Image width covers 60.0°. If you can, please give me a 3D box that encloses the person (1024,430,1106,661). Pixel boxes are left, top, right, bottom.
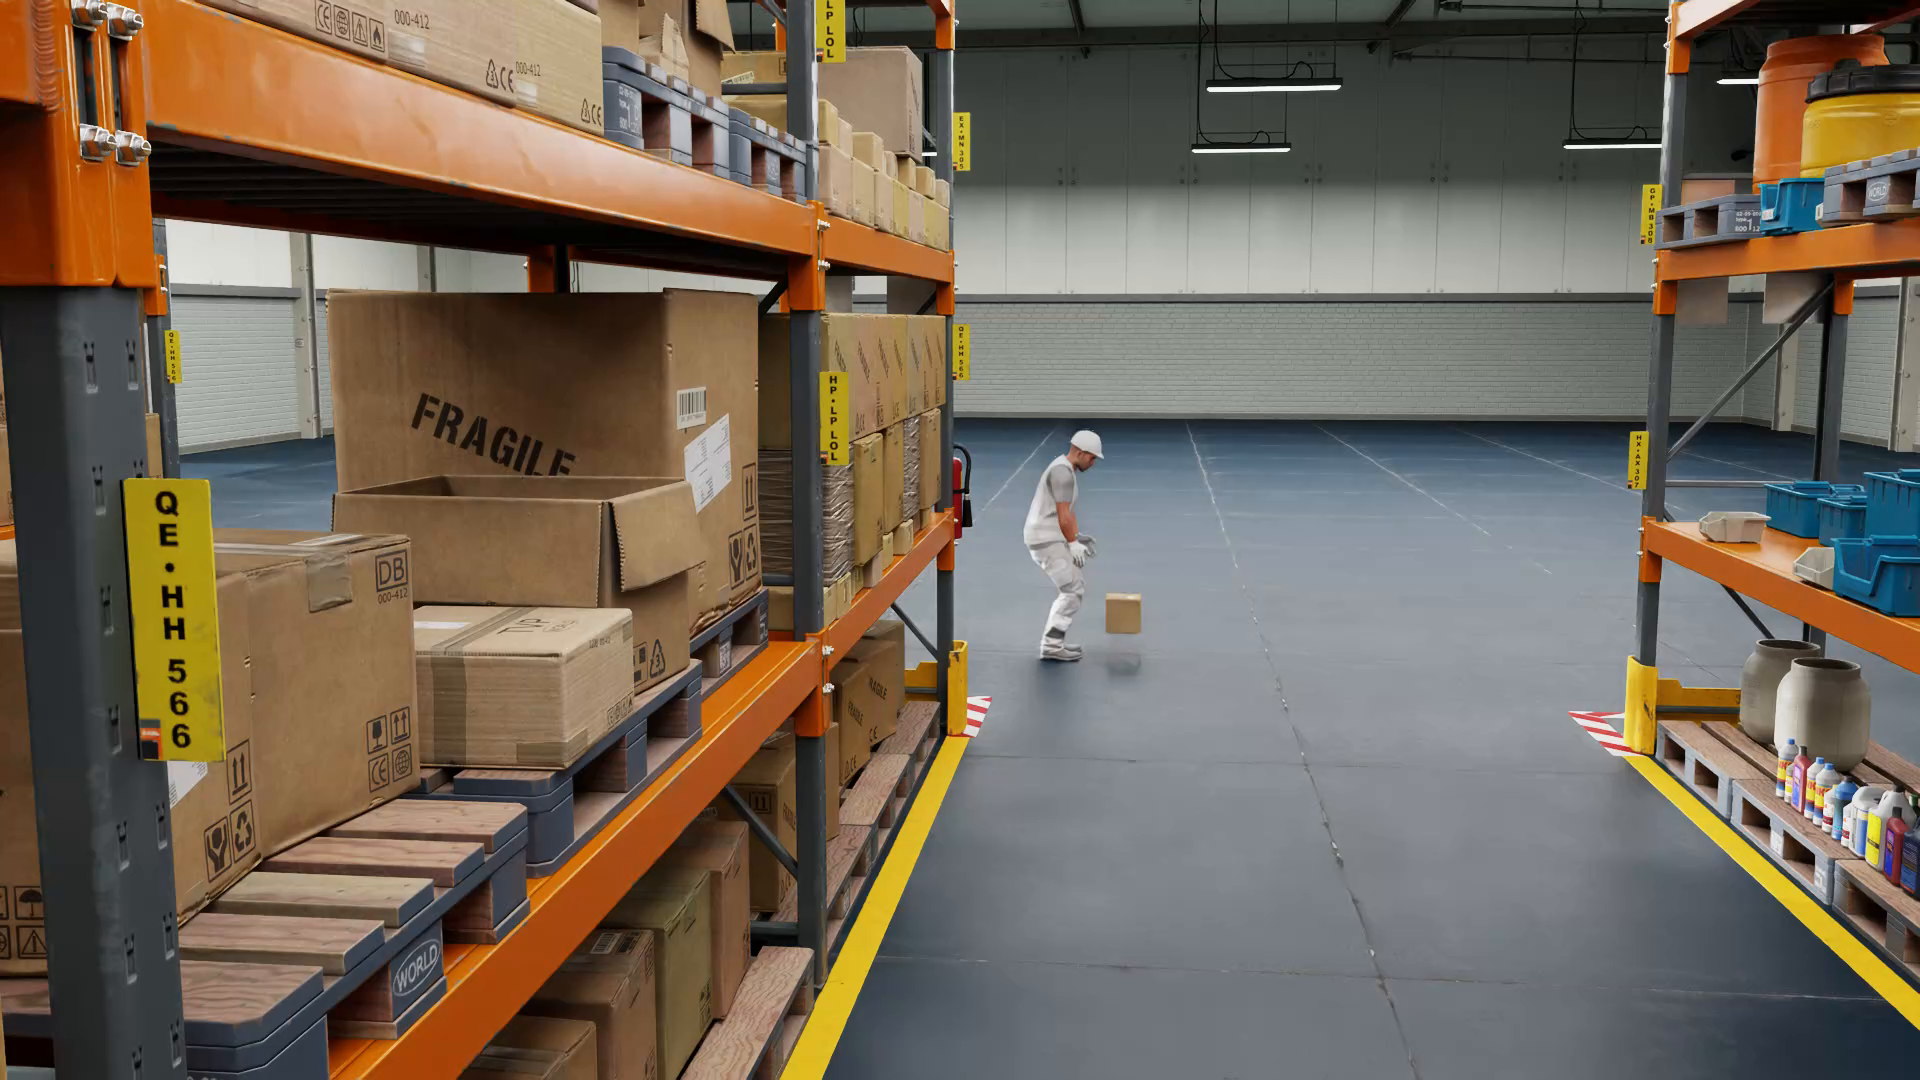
[{"bbox_3d":[0.755,0.029,12.037,0.580,1.645,0.564,1,8,7],"label":"person"}]
